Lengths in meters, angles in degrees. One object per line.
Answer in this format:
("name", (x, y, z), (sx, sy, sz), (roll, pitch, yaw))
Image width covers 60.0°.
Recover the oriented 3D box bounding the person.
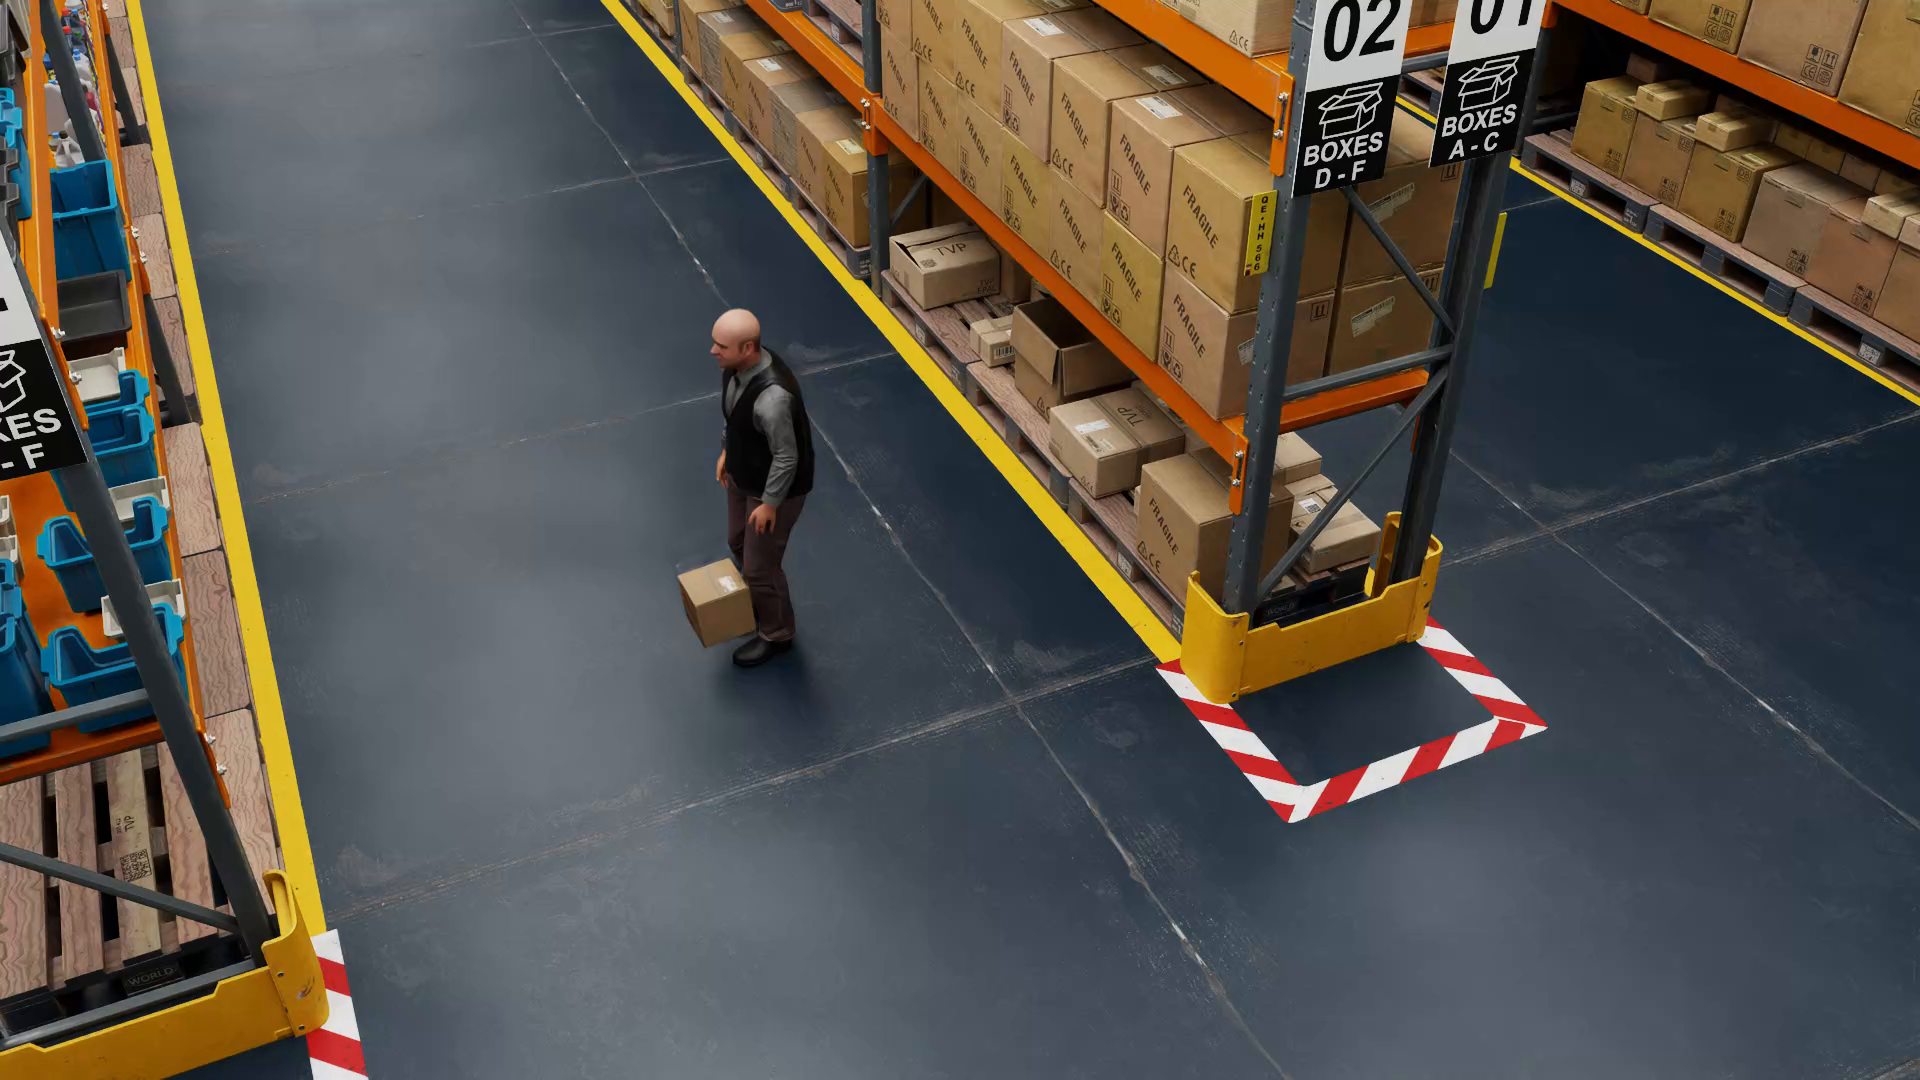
("person", (-0.871, -0.244, 7.198), (0.473, 1.723, 0.566), (-17, 40, -21))
